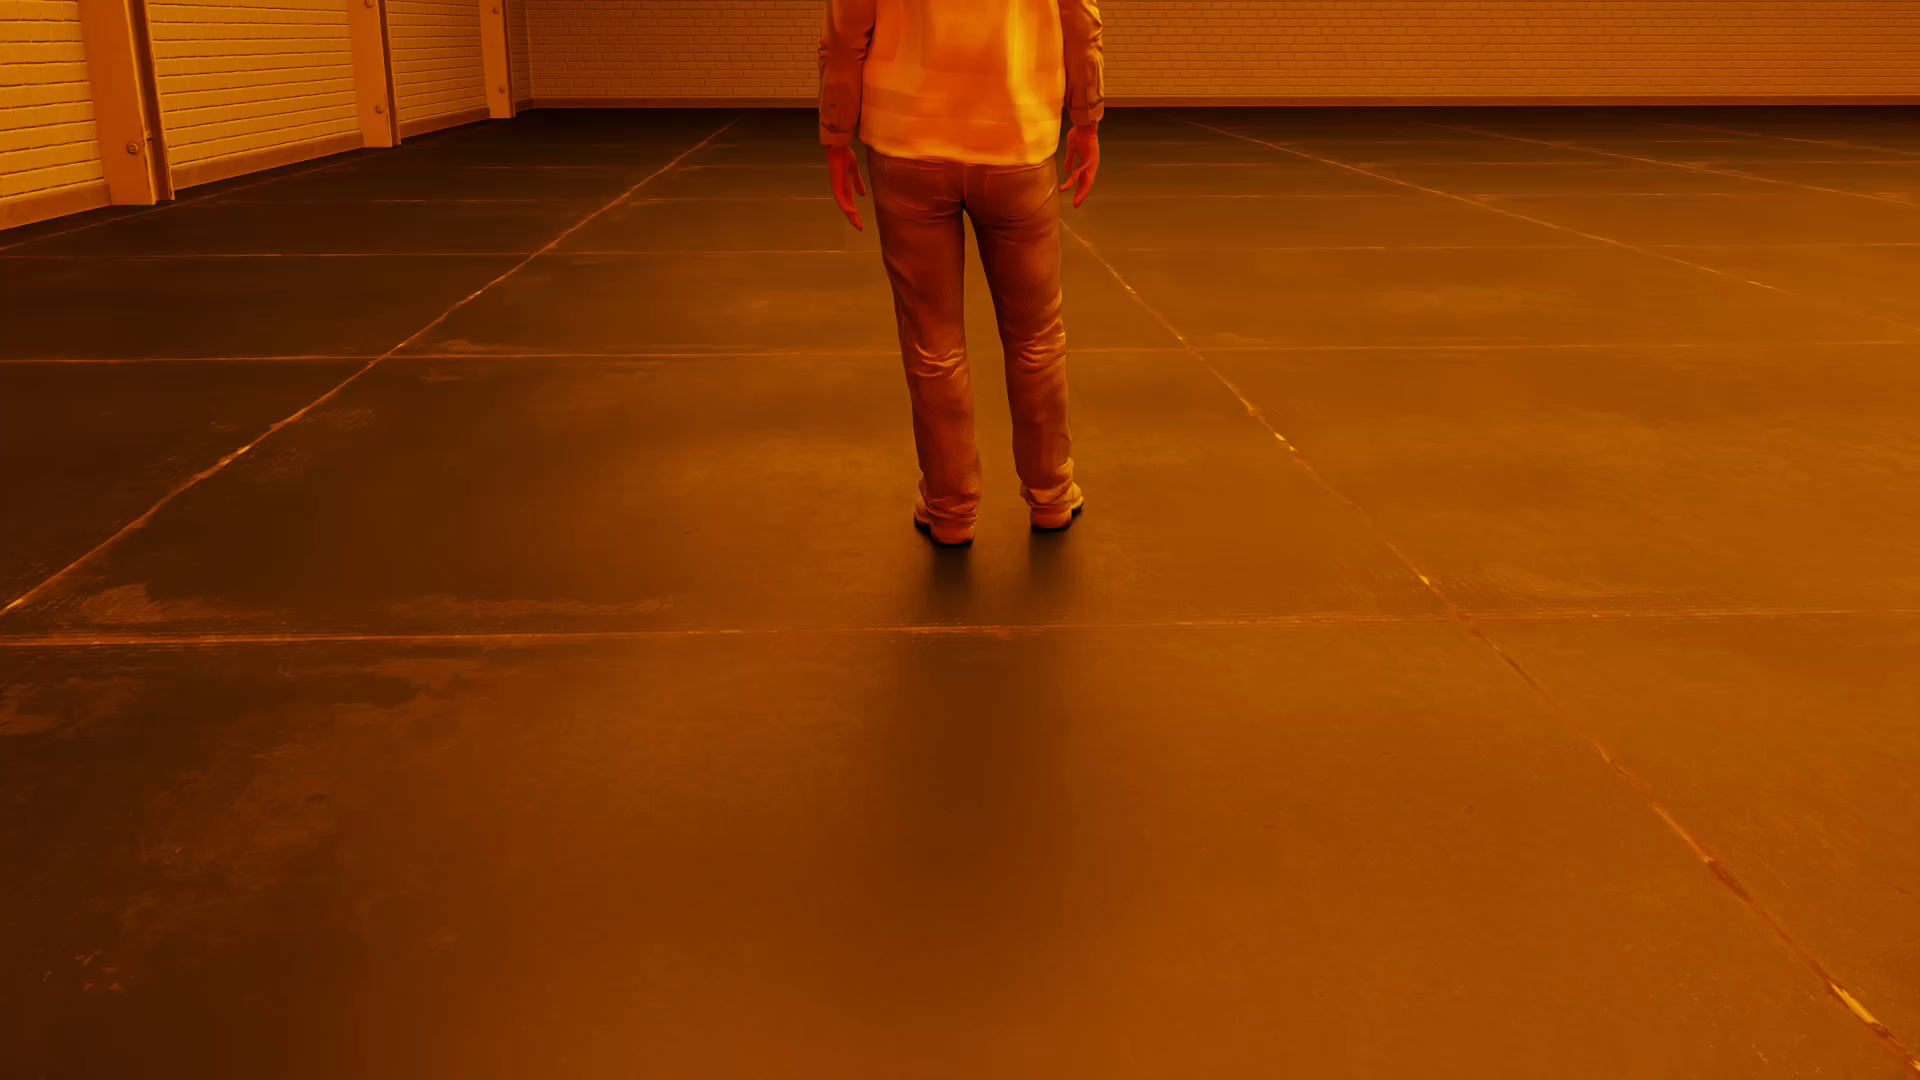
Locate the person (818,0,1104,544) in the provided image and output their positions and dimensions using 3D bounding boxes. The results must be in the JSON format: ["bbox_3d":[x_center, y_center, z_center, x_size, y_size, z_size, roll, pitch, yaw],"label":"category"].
[{"bbox_3d":[0.005,-0.874,3.716,0.632,1.773,0.568,-1,17,-3],"label":"person"}]
